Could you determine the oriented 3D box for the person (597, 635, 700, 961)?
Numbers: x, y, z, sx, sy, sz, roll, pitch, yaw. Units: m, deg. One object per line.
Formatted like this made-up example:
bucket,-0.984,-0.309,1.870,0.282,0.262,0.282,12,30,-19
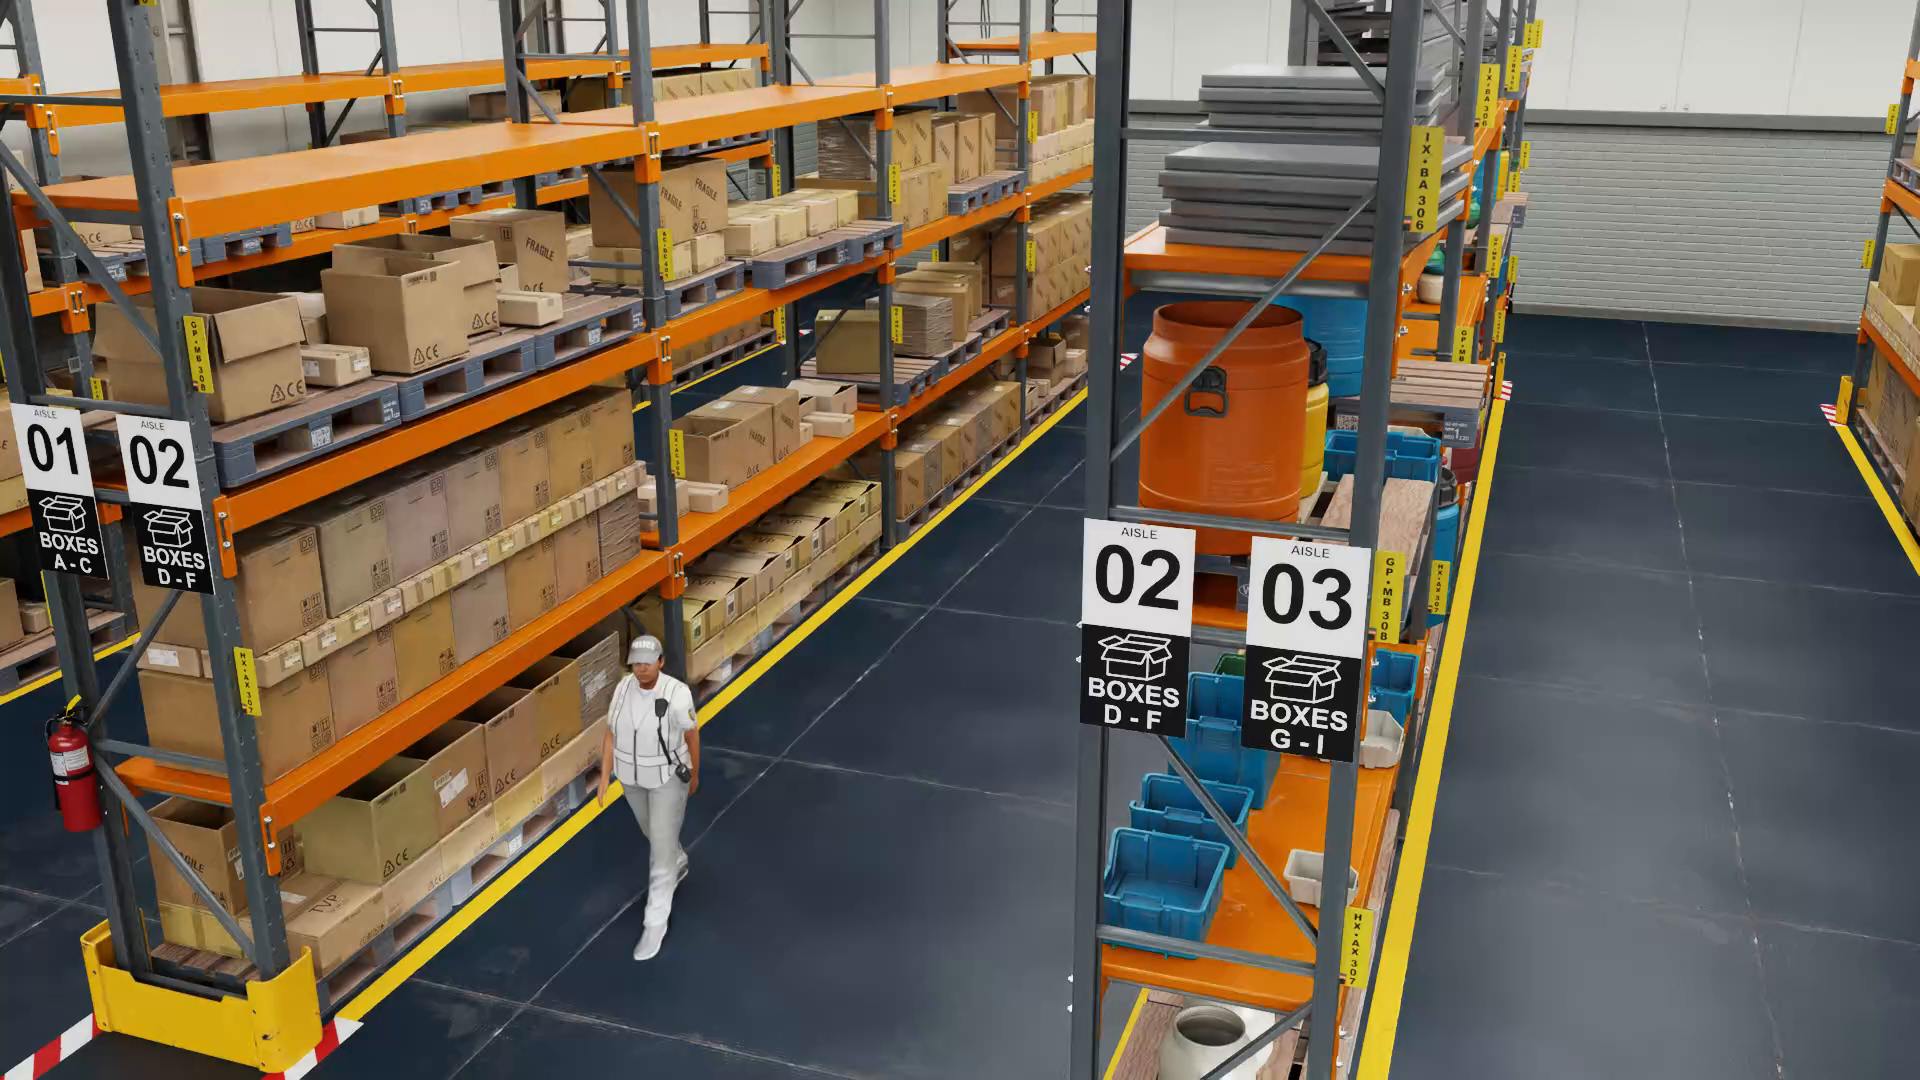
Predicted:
person,-1.720,1.321,9.042,0.478,1.637,0.873,7,20,19
